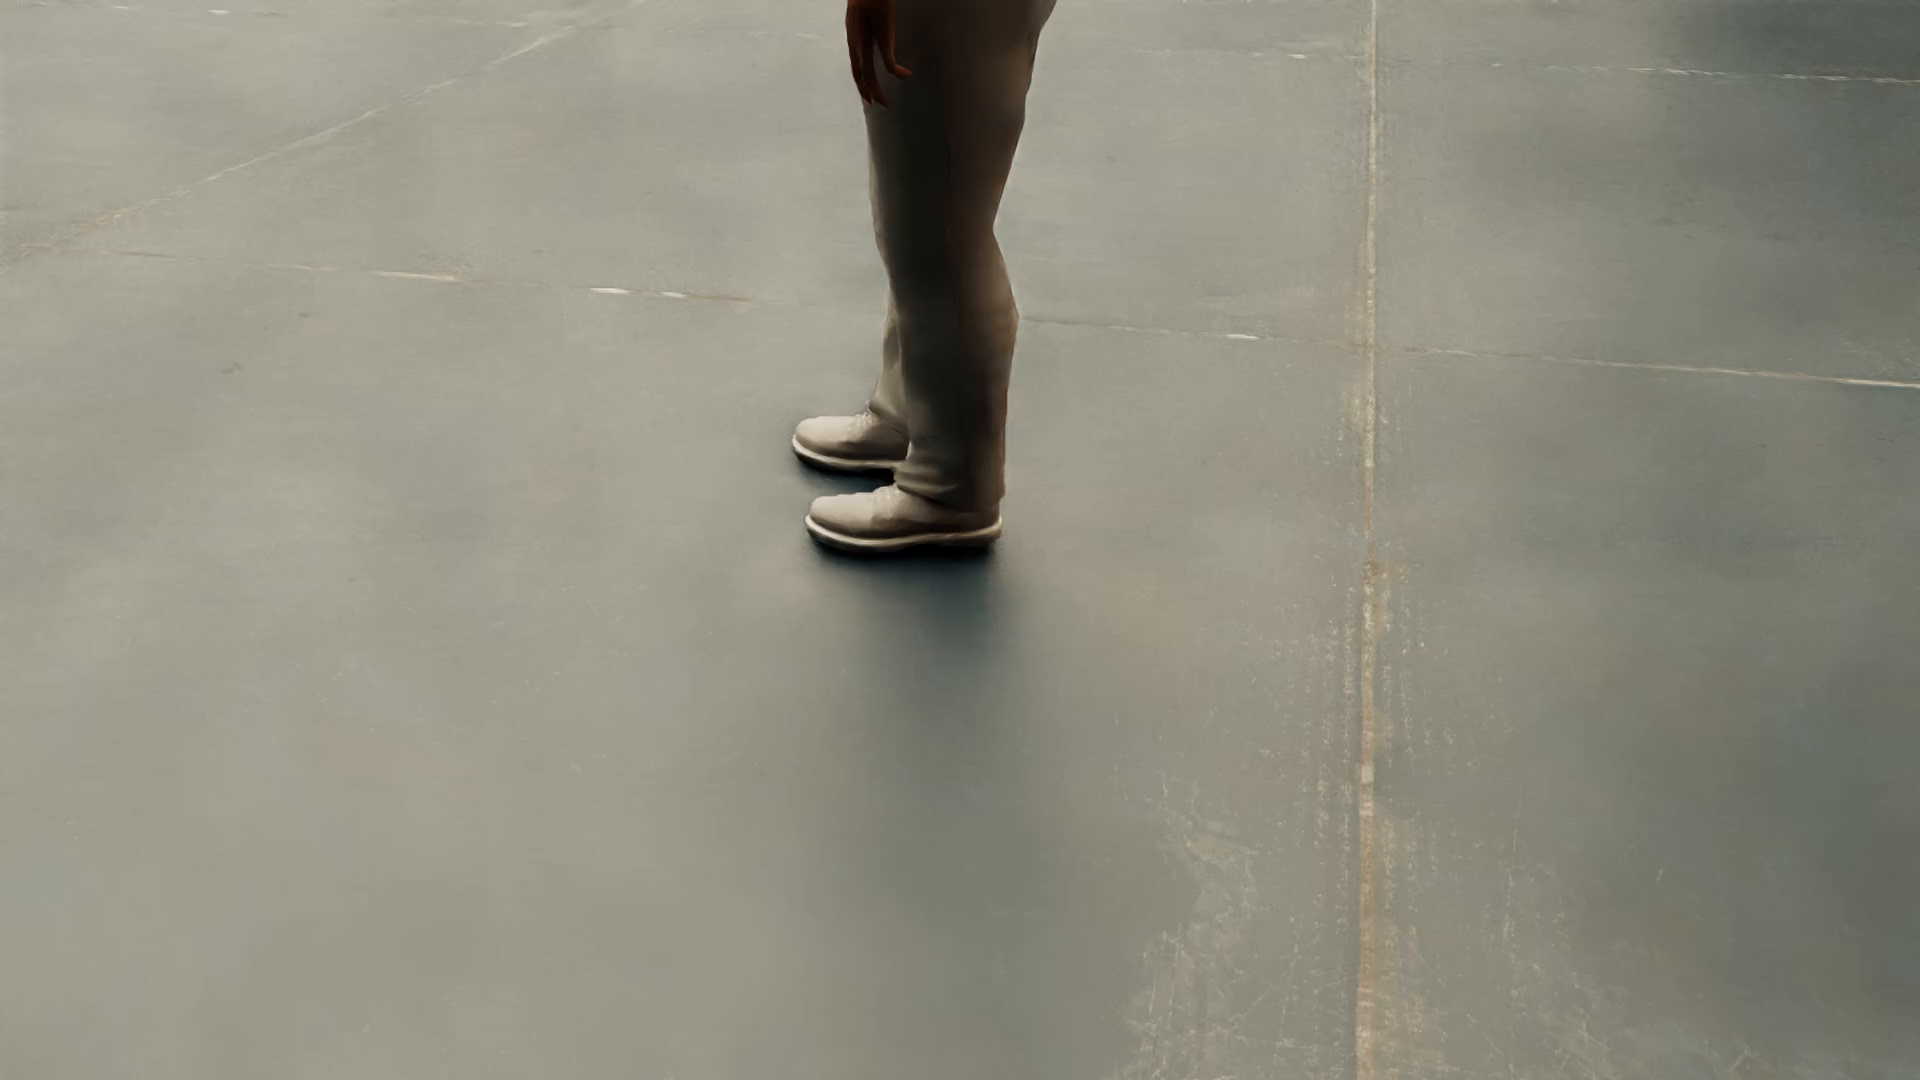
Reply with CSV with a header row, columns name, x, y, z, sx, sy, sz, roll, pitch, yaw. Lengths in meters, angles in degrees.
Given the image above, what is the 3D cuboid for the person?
name,x,y,z,sx,sy,sz,roll,pitch,yaw
person,-0.070,-0.778,2.147,0.527,1.693,0.570,6,27,11
